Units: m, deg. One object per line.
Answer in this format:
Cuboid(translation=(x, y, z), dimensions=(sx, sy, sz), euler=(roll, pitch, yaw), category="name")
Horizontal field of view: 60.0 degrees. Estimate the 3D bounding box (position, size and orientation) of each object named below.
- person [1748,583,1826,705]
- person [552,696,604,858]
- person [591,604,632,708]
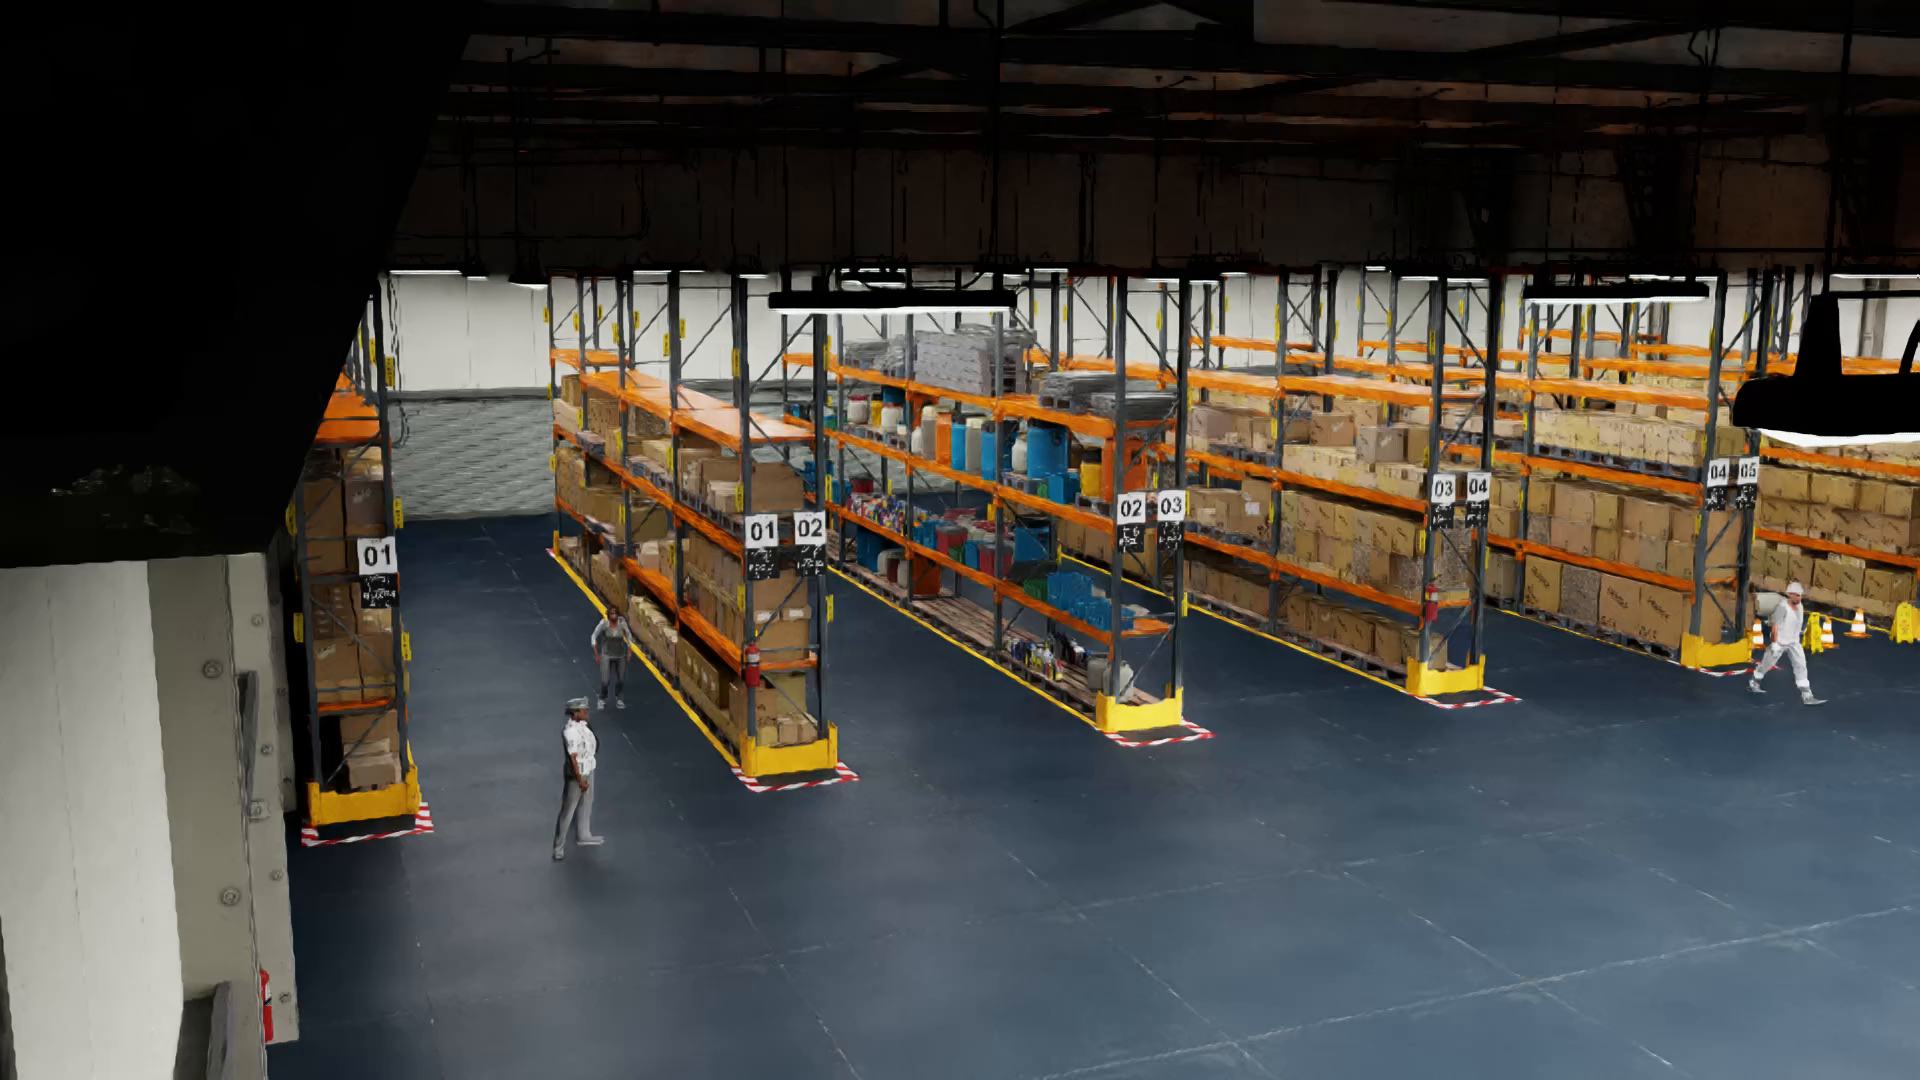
Cuboid(translation=(11.663, 1.432, 23.425), dimensions=(0.553, 1.709, 1.123), euler=(-3, 10, -19), category="person")
Cuboid(translation=(-4.086, 2.487, 17.586), dimensions=(0.439, 1.677, 0.649), euler=(2, 10, 9), category="person")
Cuboid(translation=(-4.826, 1.607, 23.034), dimensions=(0.551, 1.541, 0.519), euler=(-4, 11, -24), category="person")
